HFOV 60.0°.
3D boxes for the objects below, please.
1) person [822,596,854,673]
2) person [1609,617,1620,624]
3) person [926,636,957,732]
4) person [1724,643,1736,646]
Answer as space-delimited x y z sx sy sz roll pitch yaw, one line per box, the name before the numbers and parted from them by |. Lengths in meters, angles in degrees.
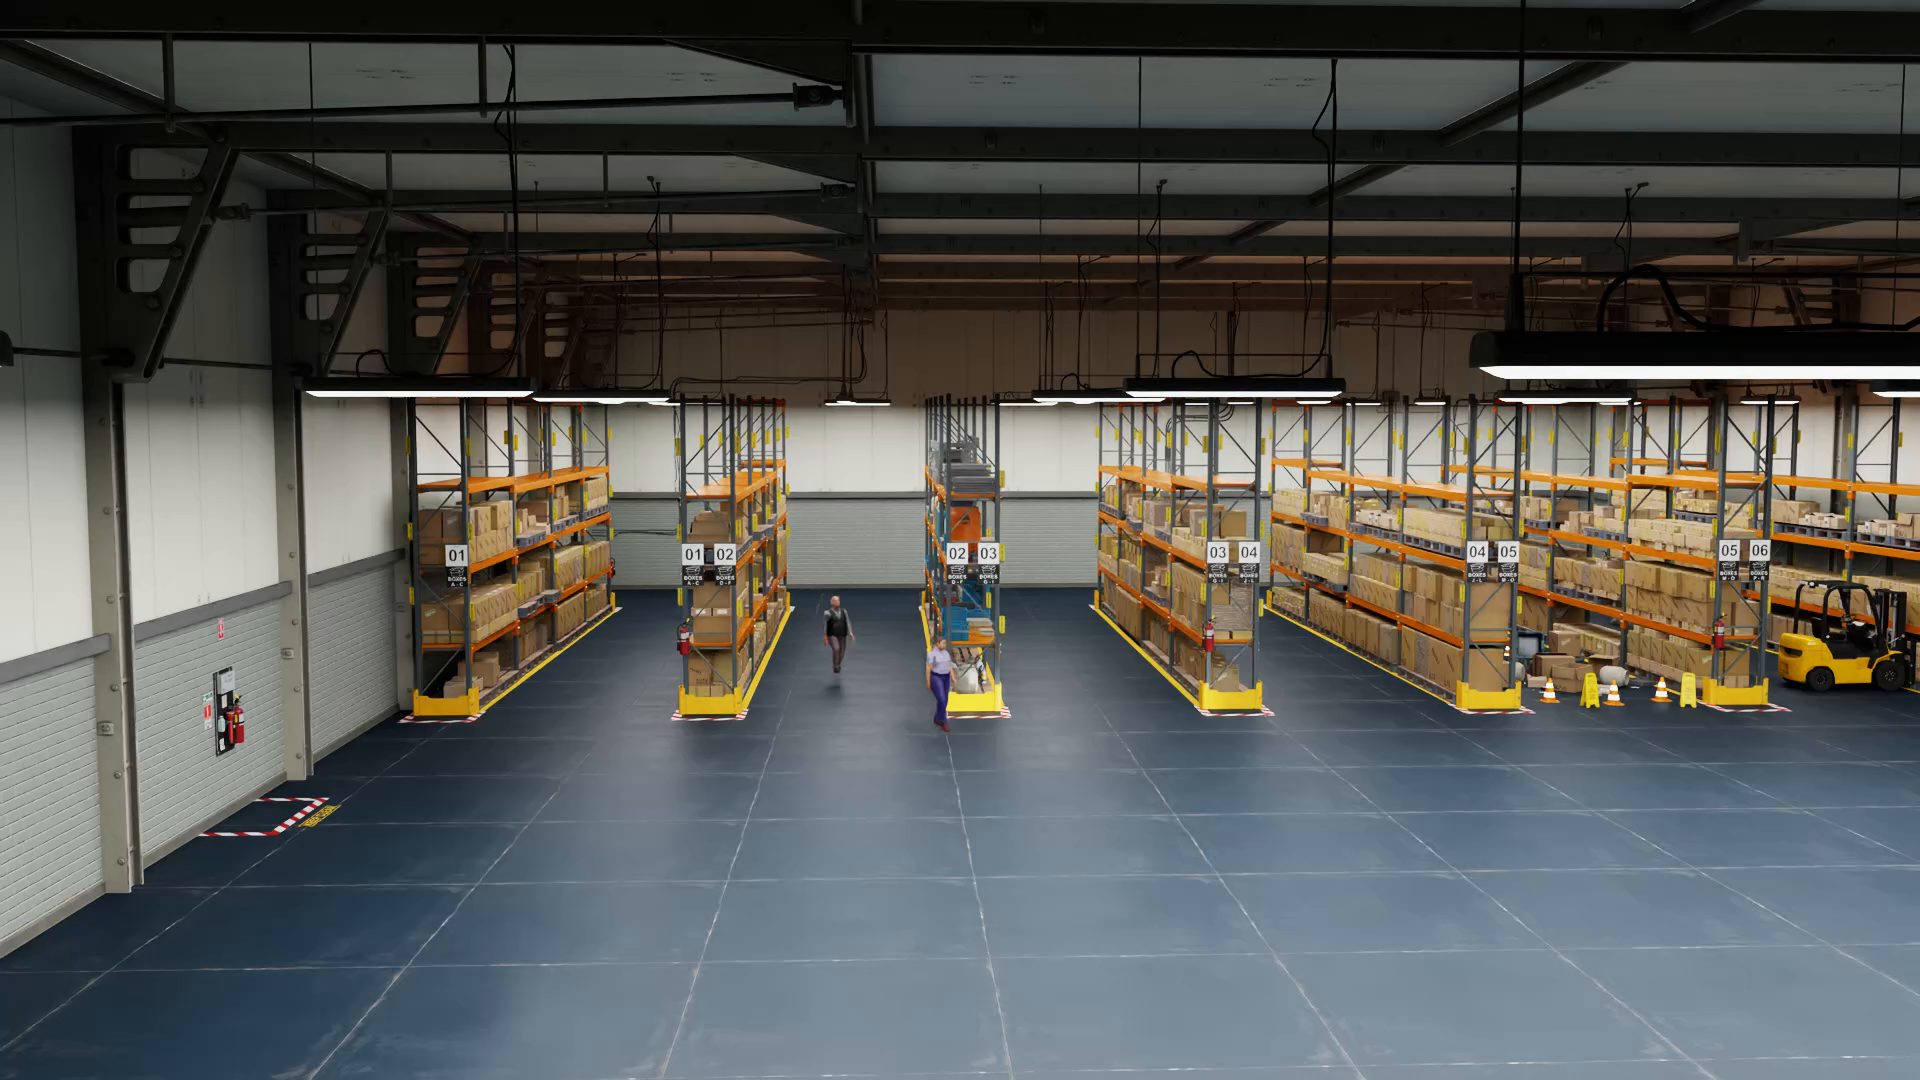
person | -2.542 1.964 34.447 0.619 1.608 1.031 -1 5 -18
person | 17.380 1.398 44.127 0.503 1.681 0.444 -4 6 -41
person | -0.277 2.565 29.816 0.662 1.655 0.504 4 6 44
person | 16.832 2.059 36.225 0.508 1.618 0.633 -2 5 -20
